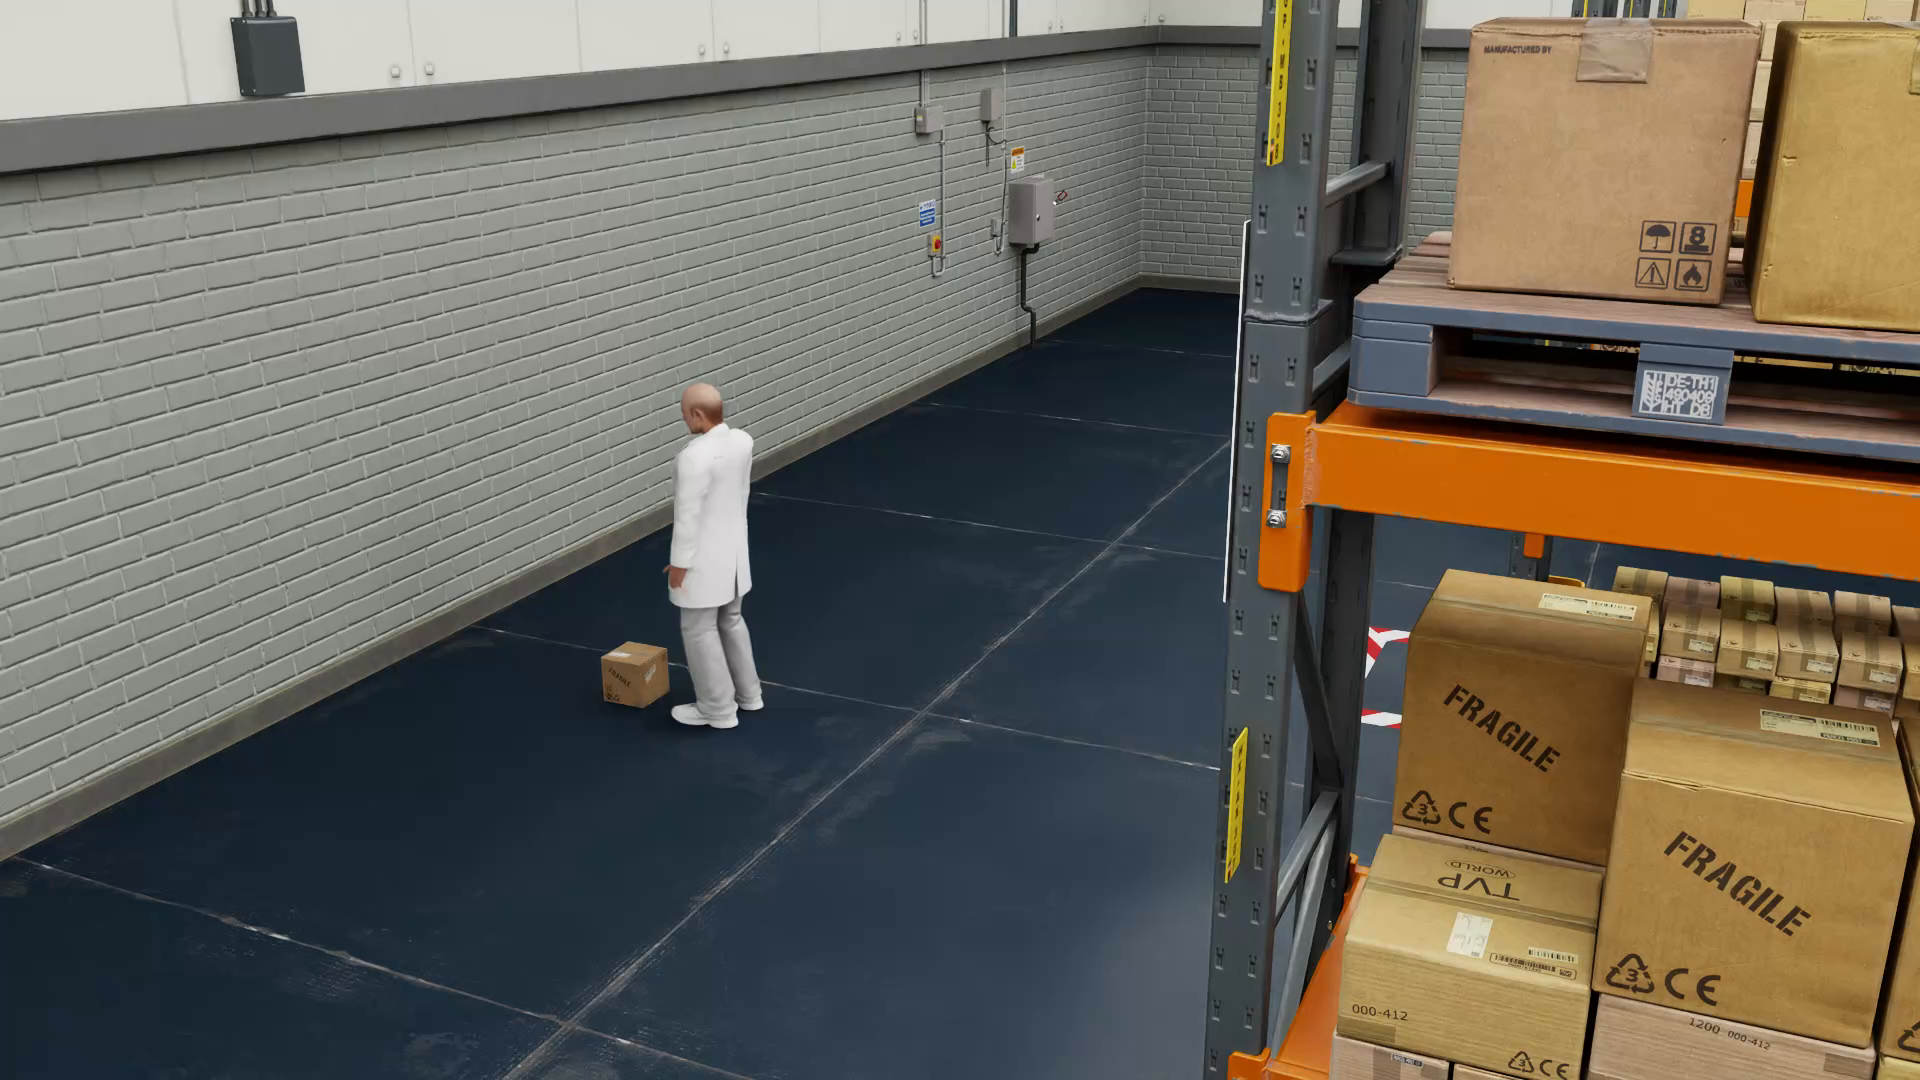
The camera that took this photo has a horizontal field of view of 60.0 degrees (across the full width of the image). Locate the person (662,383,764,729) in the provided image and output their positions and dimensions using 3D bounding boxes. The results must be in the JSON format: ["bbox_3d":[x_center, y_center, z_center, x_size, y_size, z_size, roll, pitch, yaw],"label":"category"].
[{"bbox_3d":[-1.271,0.075,8.379,0.378,1.774,0.562,9,21,24],"label":"person"}]
